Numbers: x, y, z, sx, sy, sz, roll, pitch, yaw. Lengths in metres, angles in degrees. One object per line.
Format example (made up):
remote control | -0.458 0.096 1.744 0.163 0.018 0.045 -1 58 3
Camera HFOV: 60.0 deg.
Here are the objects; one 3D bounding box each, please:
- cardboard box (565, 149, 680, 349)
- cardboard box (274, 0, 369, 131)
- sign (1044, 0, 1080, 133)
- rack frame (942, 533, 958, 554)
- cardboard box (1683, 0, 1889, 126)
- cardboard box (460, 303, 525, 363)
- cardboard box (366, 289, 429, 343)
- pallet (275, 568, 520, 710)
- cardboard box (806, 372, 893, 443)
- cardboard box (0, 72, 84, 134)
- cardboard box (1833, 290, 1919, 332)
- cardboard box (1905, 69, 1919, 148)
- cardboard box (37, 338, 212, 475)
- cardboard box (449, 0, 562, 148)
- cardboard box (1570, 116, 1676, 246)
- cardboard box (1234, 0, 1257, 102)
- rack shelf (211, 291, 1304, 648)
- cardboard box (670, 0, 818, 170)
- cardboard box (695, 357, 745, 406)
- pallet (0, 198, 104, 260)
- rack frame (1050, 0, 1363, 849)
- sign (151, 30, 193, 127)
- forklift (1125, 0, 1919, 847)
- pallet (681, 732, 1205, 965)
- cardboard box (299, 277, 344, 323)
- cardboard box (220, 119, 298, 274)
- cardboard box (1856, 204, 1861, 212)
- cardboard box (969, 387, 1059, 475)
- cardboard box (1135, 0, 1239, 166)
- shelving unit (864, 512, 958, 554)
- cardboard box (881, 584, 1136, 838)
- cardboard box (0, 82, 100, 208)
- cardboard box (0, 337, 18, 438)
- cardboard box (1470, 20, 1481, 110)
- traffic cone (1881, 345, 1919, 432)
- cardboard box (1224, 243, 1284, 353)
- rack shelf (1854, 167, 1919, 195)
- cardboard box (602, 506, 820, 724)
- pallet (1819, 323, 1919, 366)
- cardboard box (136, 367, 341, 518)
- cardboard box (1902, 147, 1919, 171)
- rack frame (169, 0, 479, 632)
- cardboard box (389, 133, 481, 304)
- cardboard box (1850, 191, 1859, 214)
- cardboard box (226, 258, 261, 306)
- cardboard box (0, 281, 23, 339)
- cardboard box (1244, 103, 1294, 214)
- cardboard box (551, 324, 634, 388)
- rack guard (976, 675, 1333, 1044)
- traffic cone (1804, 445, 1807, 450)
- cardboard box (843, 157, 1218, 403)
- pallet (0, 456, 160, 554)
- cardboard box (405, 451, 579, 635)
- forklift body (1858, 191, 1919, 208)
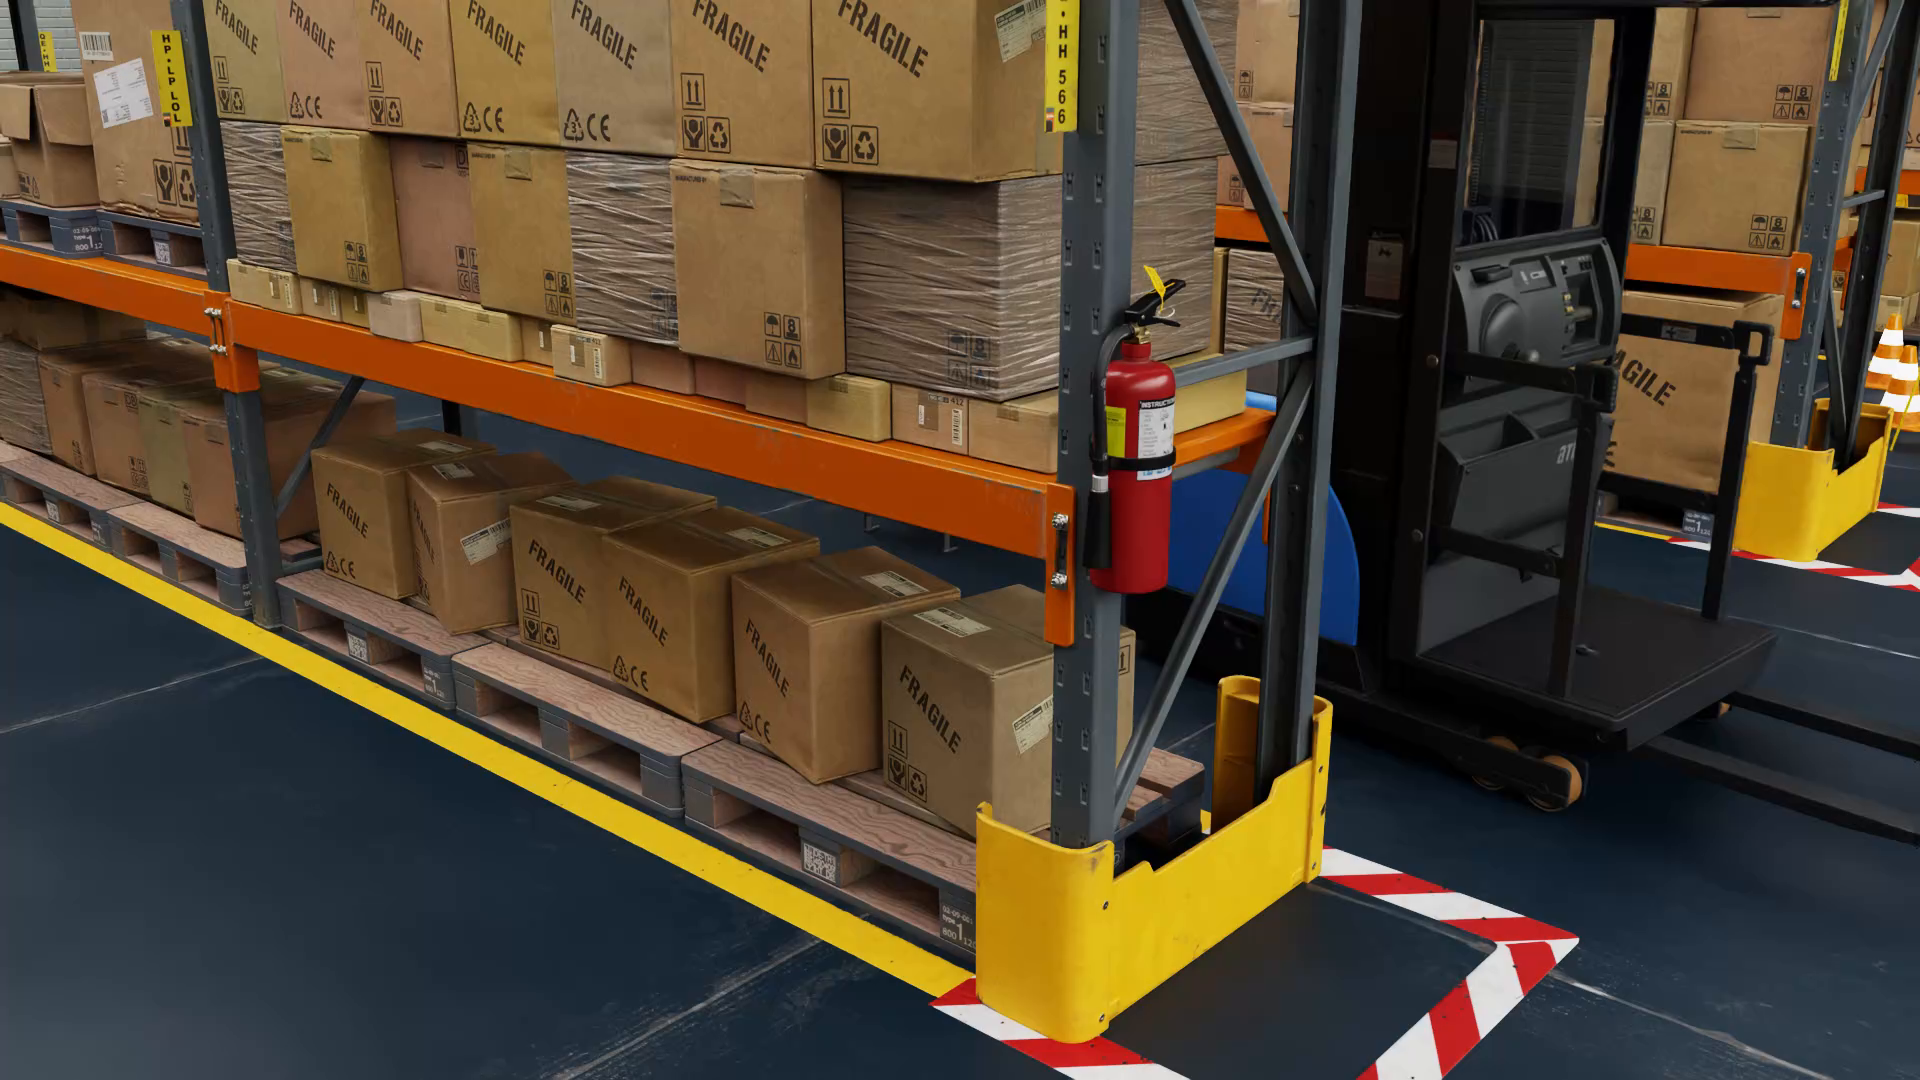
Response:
cardboard box | -0.607 -0.883 4.777 0.500 0.500 0.875 15 23 39
cardboard box | -1.864 -1.614 5.430 0.500 0.500 0.500 15 23 39
sign | 0.202 -0.974 3.286 0.005 0.325 0.100 15 23 39
rack frame | 0.059 -0.985 7.244 0.015 2.100 0.400 15 23 39
cardboard box | 3.701 -2.164 7.440 0.550 0.550 0.875 15 23 39
cardboard box | -1.314 -0.667 5.170 0.250 0.149 0.380 15 23 39
cardboard box | -1.709 -0.761 5.465 0.250 0.149 0.380 15 23 39
pallet | -1.881 0.260 6.444 1.213 0.211 1.003 15 23 39
cardboard box | -0.173 -0.373 4.243 0.250 0.149 0.380 15 23 39
cardboard box | -4.484 -2.058 8.279 0.700 0.500 0.500 -14 22 -38
cardboard box | 6.362 -1.631 11.644 0.500 0.250 0.500 15 23 39
cardboard box | 6.574 -2.871 11.043 0.500 0.500 0.500 15 23 38
cardboard box | -4.032 -0.667 8.159 0.700 0.500 0.500 -16 24 -41
cardboard box | -1.109 -1.416 4.804 0.500 0.500 0.500 15 23 39
cardboard box | 3.220 -1.736 7.876 0.550 0.550 0.875 15 23 39
cardboard box | 1.703 -2.718 9.185 0.550 0.550 0.875 15 23 39
rack shelf | -0.911 -0.452 5.266 4.000 0.370 1.077 15 23 39
cardboard box | -0.368 -1.213 4.164 0.500 0.500 0.500 15 23 39
cardboard box | -0.509 -0.486 4.600 0.250 0.149 0.380 15 23 39
pallet | -3.890 -1.520 7.759 1.213 0.211 1.003 15 23 39
rack frame | 0.585 -0.393 3.891 0.127 3.000 1.000 15 23 39
sign | -2.772 -1.622 5.849 0.005 0.325 0.100 15 23 39
forklift | 1.979 -0.750 5.130 1.130 2.935 3.031 -15 23 -39
pallet | -0.056 0.750 4.901 1.213 0.211 1.003 15 23 39
cardboard box | -2.062 -0.868 5.804 0.250 0.149 0.380 15 23 39
cardboard box | -2.111 -1.281 6.033 0.500 0.500 0.875 15 23 39
cardboard box | 6.331 -2.215 12.245 0.500 0.500 0.500 14 22 37
cardboard box | 0.235 -0.284 3.963 0.250 0.149 0.380 15 23 39
cardboard box | 0.355 -1.231 4.222 0.500 0.500 0.500 15 23 39
shelving unit | -0.124 -1.034 7.399 0.503 2.100 0.431 15 23 39
cardboard box | 0.129 0.469 4.613 0.500 0.500 0.500 -13 22 -36
cardboard box | -3.764 -1.773 7.374 0.797 0.503 0.637 -15 23 -40
cardboard box | -4.884 -0.888 8.855 0.500 0.500 0.700 14 22 36
cardboard box | 2.900 -2.397 8.173 0.550 0.550 0.875 15 23 39
traffic cone | 5.503 -0.901 9.686 0.334 0.463 0.336 15 23 39
cardboard box | 2.062 -1.163 9.137 0.875 0.875 0.875 15 23 40
rack shelf | 5.667 -2.694 12.330 4.000 0.370 1.077 15 23 39
cardboard box | -0.796 0.227 5.376 0.500 0.500 0.500 -16 23 -41
pallet | 6.522 -1.492 11.965 1.213 0.211 1.003 15 23 39
cardboard box | -3.196 -0.443 7.453 0.500 0.500 0.700 15 23 39
cardboard box | 6.478 -2.568 11.160 0.250 0.149 0.380 15 23 39
rack frame | -2.406 -1.196 6.422 0.127 3.000 1.000 15 23 39
cardboard box | -1.319 -1.095 5.447 0.500 0.500 0.875 15 23 39
cardboard box | 6.072 -2.352 11.603 0.250 0.149 0.380 16 24 41
cardboard box | -2.445 -0.965 6.110 0.250 0.149 0.380 15 23 39
cardboard box | -4.877 -1.247 8.748 0.500 0.250 0.500 16 24 41
cardboard box | 1.997 -2.058 8.889 0.550 0.550 0.875 15 23 39
cardboard box | -0.956 -0.561 4.837 0.250 0.149 0.380 15 23 39
rack guard | 0.529 0.783 4.318 0.348 0.500 1.175 15 23 39
traffic cone | 4.499 -0.714 9.096 0.334 0.463 0.336 15 23 39
cardboard box | 0.192 -0.699 4.199 0.500 0.500 0.875 15 23 39
pallet | -3.906 -0.268 8.107 1.213 0.211 1.003 15 23 39
cardboard box | -1.700 -0.002 6.098 0.500 0.500 0.500 -10 20 -28
forklift body | 7.826 -3.322 14.525 1.214 2.155 2.313 15 23 39
